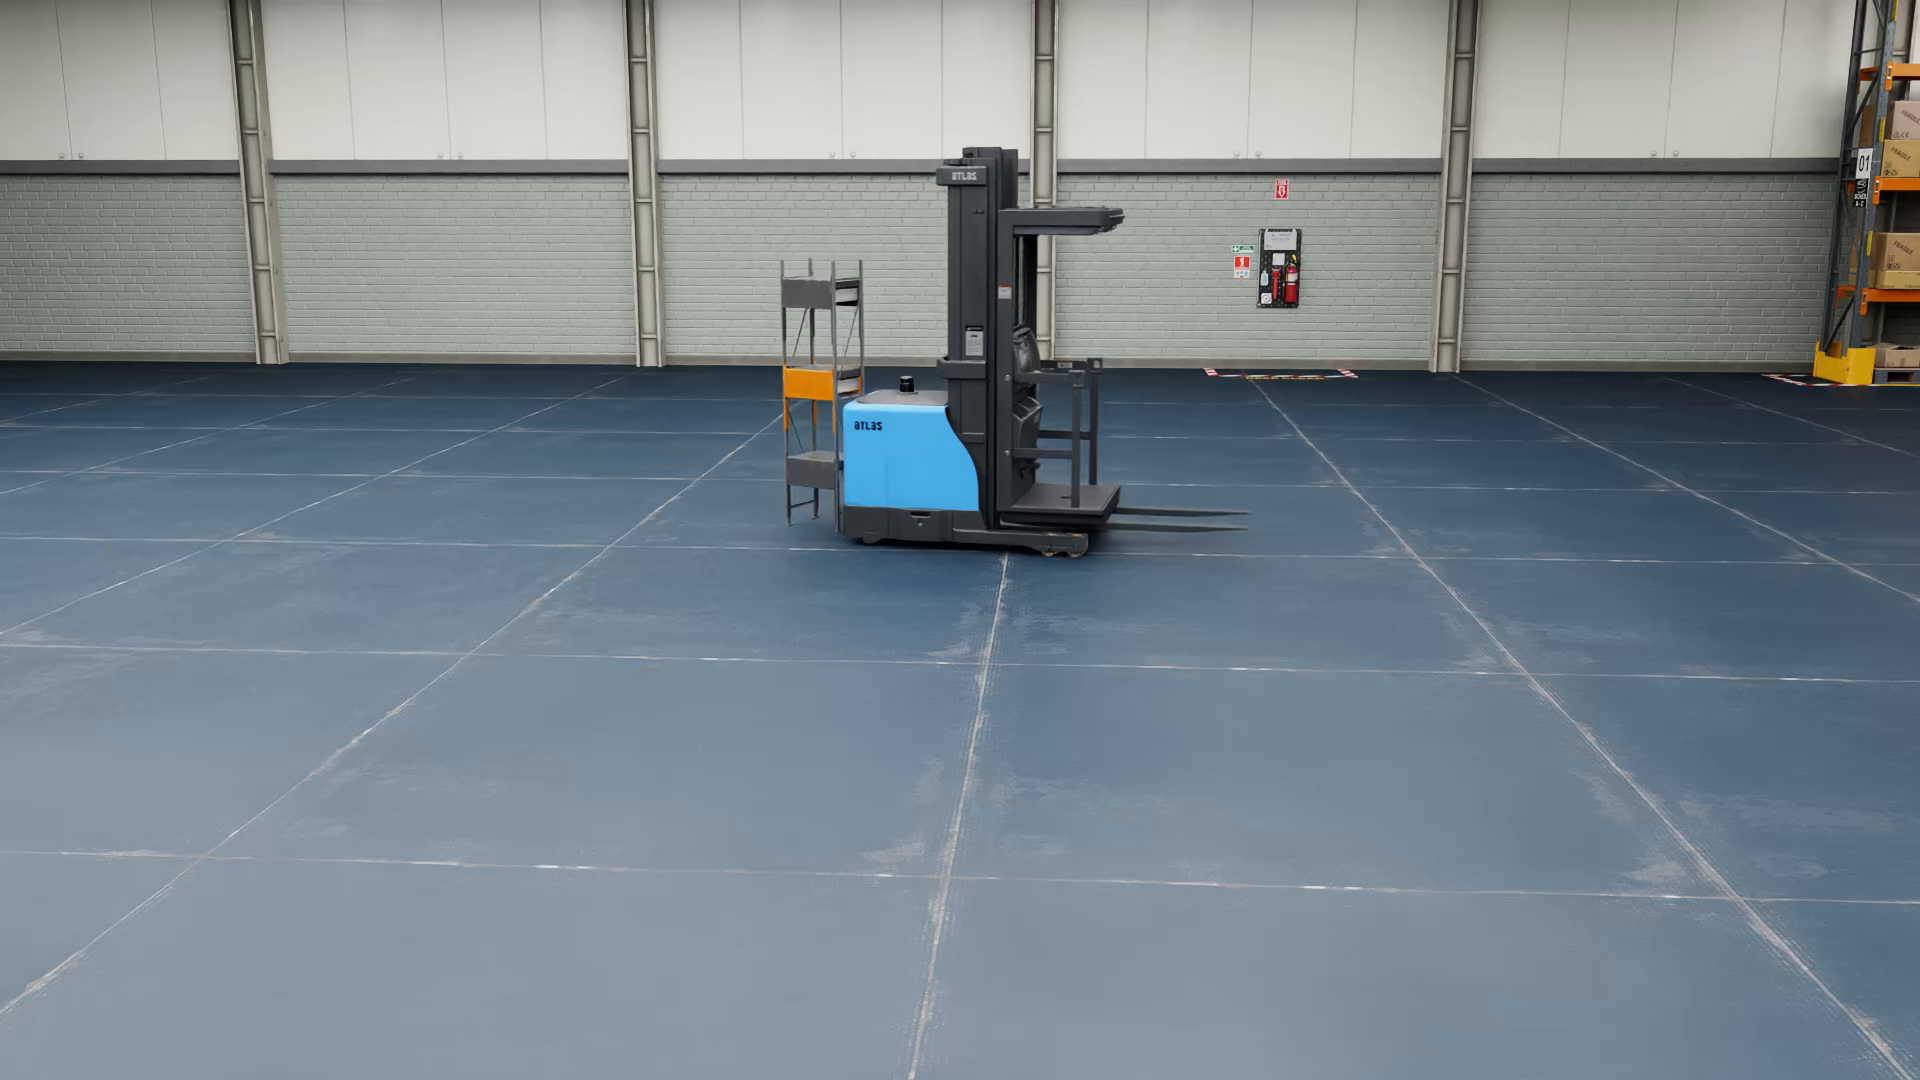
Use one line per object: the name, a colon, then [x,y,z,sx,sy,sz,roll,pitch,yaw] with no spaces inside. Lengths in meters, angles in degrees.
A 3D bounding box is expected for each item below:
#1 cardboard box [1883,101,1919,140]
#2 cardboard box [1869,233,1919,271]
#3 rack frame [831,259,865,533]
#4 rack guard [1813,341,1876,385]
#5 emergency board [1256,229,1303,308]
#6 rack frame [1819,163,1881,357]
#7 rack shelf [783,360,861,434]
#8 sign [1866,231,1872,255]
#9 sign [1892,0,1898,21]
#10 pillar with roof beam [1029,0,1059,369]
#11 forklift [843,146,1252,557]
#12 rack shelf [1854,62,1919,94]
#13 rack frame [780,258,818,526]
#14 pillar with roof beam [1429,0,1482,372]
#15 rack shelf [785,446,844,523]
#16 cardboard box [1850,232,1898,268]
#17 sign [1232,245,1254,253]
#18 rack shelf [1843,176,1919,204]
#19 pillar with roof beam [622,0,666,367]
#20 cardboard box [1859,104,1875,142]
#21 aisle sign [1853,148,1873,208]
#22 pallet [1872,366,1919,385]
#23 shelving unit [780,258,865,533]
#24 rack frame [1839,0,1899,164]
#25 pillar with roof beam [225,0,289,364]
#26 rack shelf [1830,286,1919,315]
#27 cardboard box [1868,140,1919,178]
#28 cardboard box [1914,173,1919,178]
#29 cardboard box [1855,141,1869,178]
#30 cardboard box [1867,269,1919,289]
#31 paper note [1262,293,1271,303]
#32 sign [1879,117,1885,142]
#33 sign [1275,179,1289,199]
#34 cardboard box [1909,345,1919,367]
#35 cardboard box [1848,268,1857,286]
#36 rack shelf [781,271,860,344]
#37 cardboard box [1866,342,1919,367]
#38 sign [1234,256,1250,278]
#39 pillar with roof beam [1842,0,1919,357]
cardboard box: [12.821,-5.703,22.644,0.500,0.500,0.500,0,12,0]
cardboard box: [12.909,-3.977,22.940,0.500,0.500,0.500,1,12,4]
rack frame: [-0.865,-1.121,12.992,0.015,2.100,0.400,7,14,31]
rack guard: [12.529,-2.517,23.580,0.348,0.500,1.175,1,12,4]
emergency board: [4.760,-4.032,24.719,0.643,1.169,0.194,1,12,4]
rack frame: [12.453,-3.742,23.329,0.127,3.000,1.000,1,12,4]
rack shelf: [-1.072,-1.134,13.121,0.480,0.518,0.431,7,14,31]
sign: [12.417,-4.054,22.710,0.005,0.325,0.100,1,12,4]
sign: [12.417,-7.063,22.081,0.005,0.325,0.100,1,12,4]
pillar with roof beam: [0.949,-6.130,20.094,0.400,9.000,9.100,1,12,4]
forklift: [0.684,-1.430,12.444,3.031,2.935,1.130,2,12,12]
rack shelf: [14.449,-6.297,22.658,4.000,0.370,1.077,1,12,4]
rack frame: [-1.279,-1.174,13.244,0.015,2.100,0.400,7,14,31]
pillar with roof beam: [6.935,-6.048,19.701,0.400,9.000,9.100,1,12,4]
rack shelf: [-1.069,-0.450,13.268,0.480,0.518,0.431,7,14,31]
cardboard box: [12.938,-4.082,23.442,0.500,0.500,0.500,1,12,3]
sign: [4.219,-4.336,24.789,0.331,0.109,0.001,1,12,4]
rack shelf: [14.449,-4.830,22.964,4.000,0.370,1.077,1,12,4]
pillar with roof beam: [-5.038,-6.212,20.486,0.400,9.000,9.100,1,12,4]
cardboard box: [12.901,-5.805,23.134,0.500,0.500,0.500,1,12,6]
aisle sign: [12.361,-4.954,22.774,0.004,0.787,0.394,1,12,4]
pallet: [13.337,-2.357,23.521,1.213,0.211,1.003,1,12,4]
shelving unit: [-1.072,-1.147,13.118,0.503,2.100,0.431,7,14,31]
rack frame: [12.453,-6.678,22.714,0.127,3.000,1.000,1,12,4]
pillar with roof beam: [-11.025,-6.294,20.879,0.400,9.000,9.100,1,12,4]
rack shelf: [14.449,-3.362,23.271,4.000,0.370,1.077,1,12,4]
cardboard box: [12.770,-5.213,22.743,0.500,0.500,0.500,1,12,5]
cardboard box: [13.304,-5.198,22.673,0.500,0.500,0.500,2,12,8]
cardboard box: [12.886,-5.314,23.229,0.500,0.500,0.500,2,12,8]
cardboard box: [12.919,-3.606,23.000,0.500,0.250,0.500,0,12,2]
paper note: [4.588,-3.618,24.888,0.142,0.148,0.016,1,12,4]
sign: [12.417,-5.527,22.402,0.005,0.325,0.100,1,12,4]
sign: [4.758,-5.187,24.579,0.199,0.298,0.001,1,12,4]
cardboard box: [13.706,-2.605,23.388,0.500,0.311,0.500,2,12,8]
cardboard box: [12.933,-3.711,23.501,0.500,0.250,0.500,1,12,5]
rack shelf: [-1.074,-1.819,12.974,0.480,0.518,0.431,7,14,31]
cardboard box: [13.137,-2.613,23.426,0.500,0.311,0.500,-1,12,-3]
sign: [4.215,-4.078,24.852,0.234,0.329,0.001,1,12,4]
pillar with roof beam: [12.922,-5.966,19.309,0.400,9.000,9.100,1,12,4]
